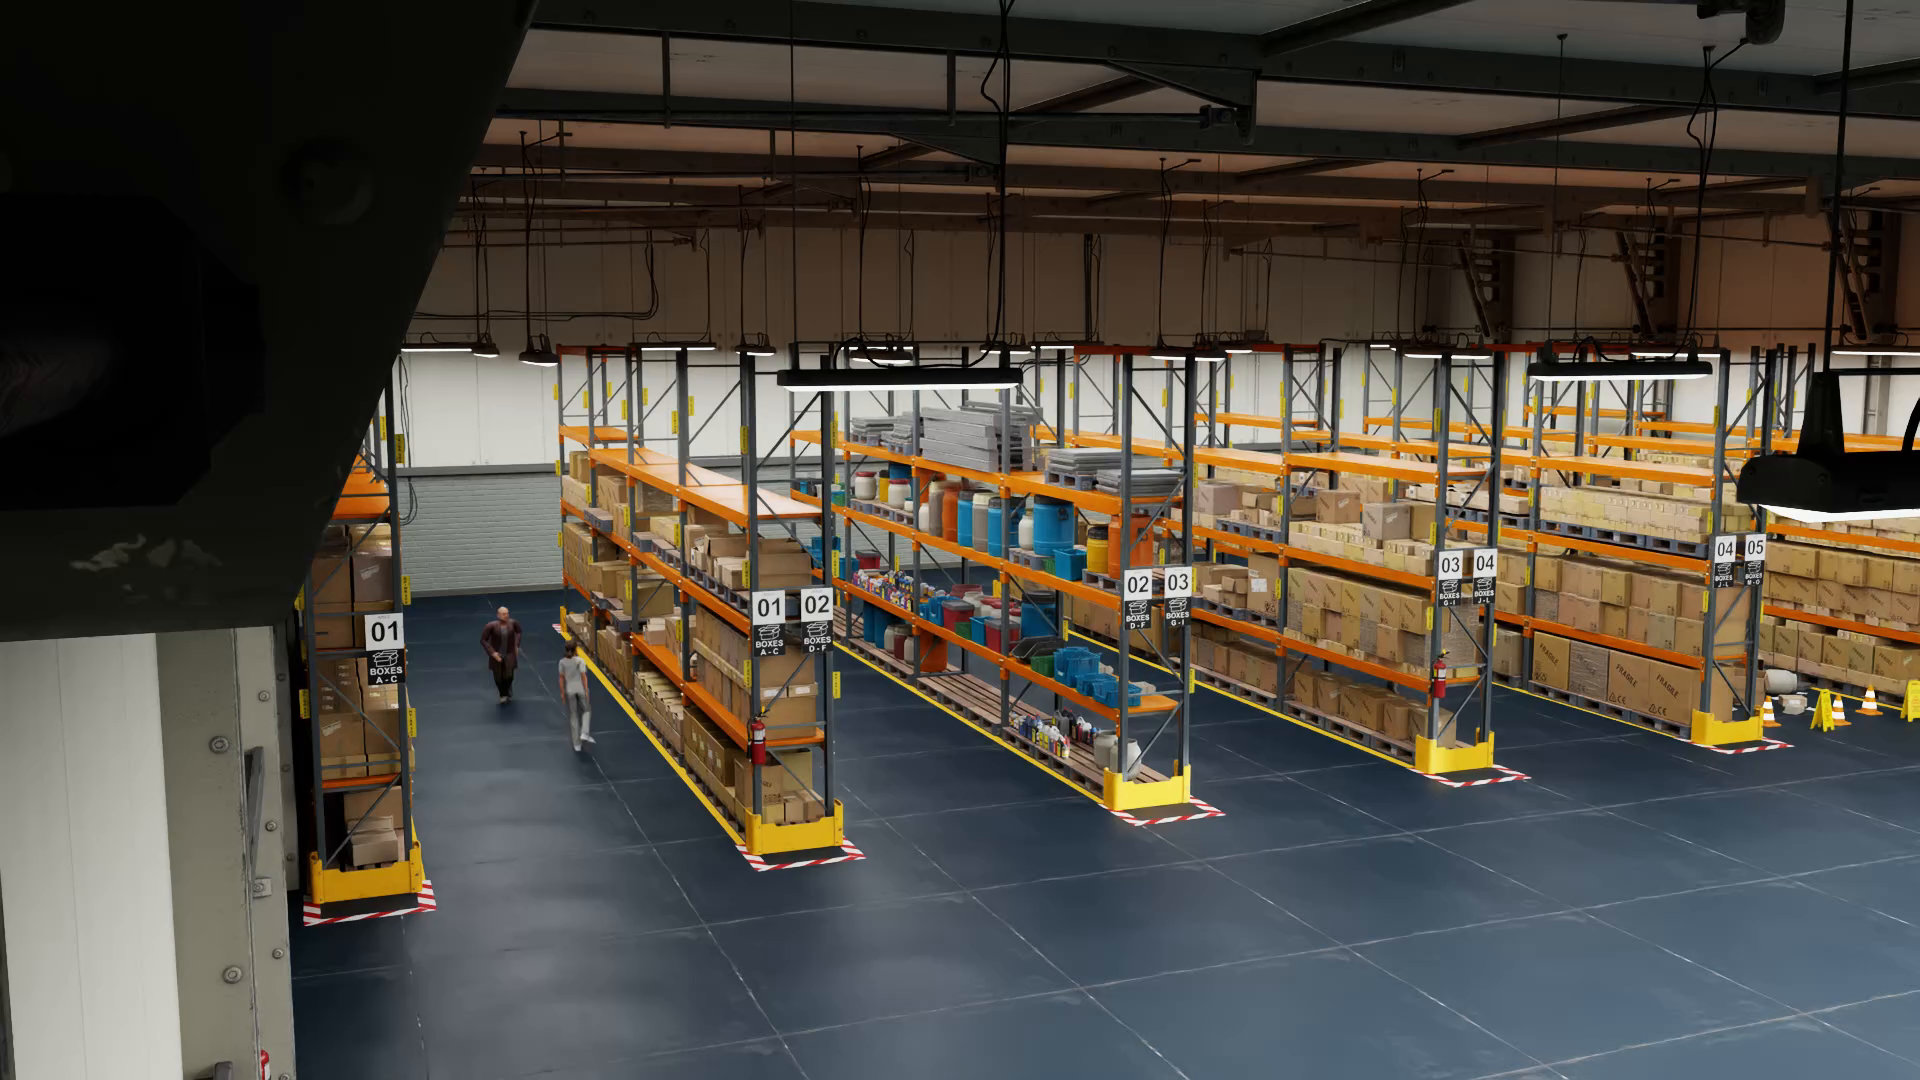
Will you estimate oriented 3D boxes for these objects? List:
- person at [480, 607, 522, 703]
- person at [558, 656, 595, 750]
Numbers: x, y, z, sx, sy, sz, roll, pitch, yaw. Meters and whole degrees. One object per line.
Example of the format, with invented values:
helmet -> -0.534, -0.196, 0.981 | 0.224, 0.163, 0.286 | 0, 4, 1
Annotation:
person -> -7.748, 1.940, 28.118 | 0.677, 1.686, 0.670 | -2, 7, -14
person -> -5.777, 2.448, 25.054 | 0.504, 1.417, 0.473 | -2, 7, -13
